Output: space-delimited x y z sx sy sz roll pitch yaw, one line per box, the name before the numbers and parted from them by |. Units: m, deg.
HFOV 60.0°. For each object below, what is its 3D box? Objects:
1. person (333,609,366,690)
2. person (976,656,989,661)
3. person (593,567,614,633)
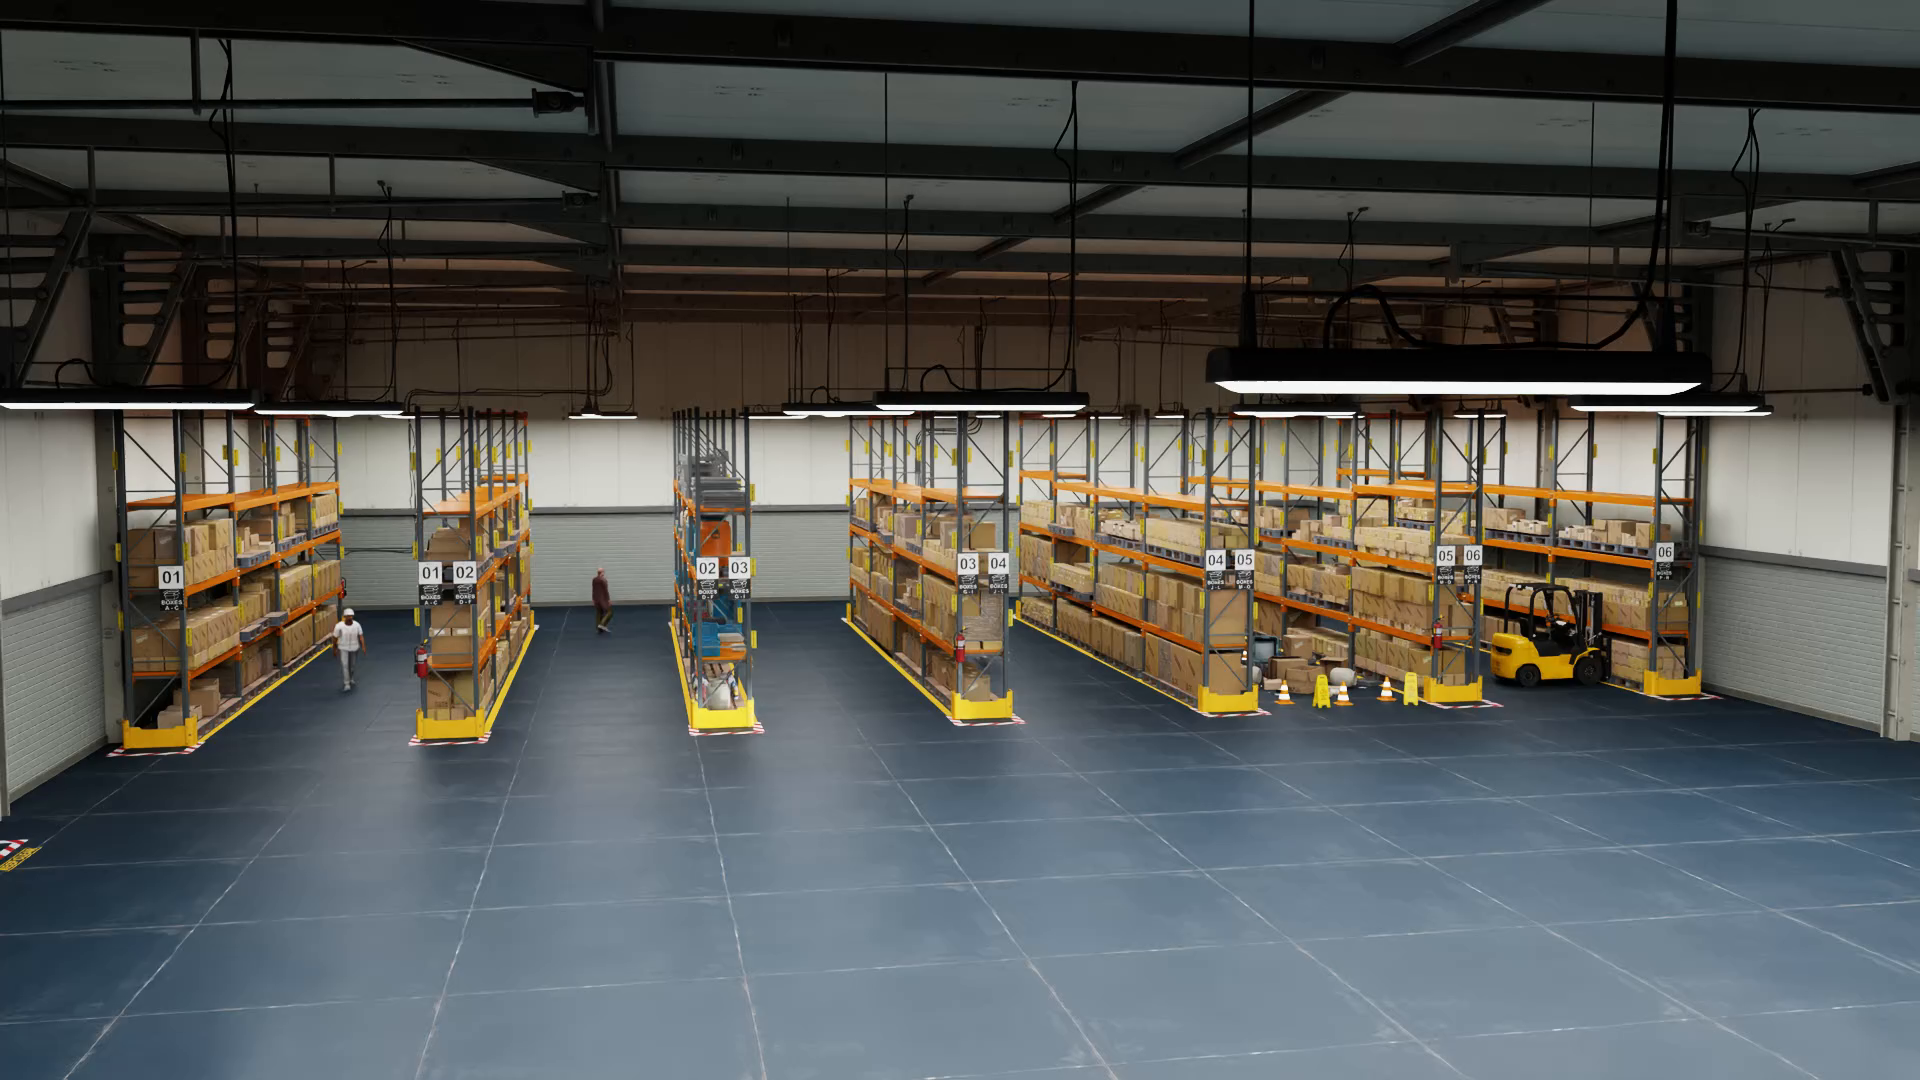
person | -13.068 2.315 35.576 0.649 1.698 1.113 -2 5 -28
person | 0.519 2.013 39.664 0.582 1.787 0.551 2 5 26
person | -9.717 1.633 45.013 0.640 1.779 0.551 3 5 38
